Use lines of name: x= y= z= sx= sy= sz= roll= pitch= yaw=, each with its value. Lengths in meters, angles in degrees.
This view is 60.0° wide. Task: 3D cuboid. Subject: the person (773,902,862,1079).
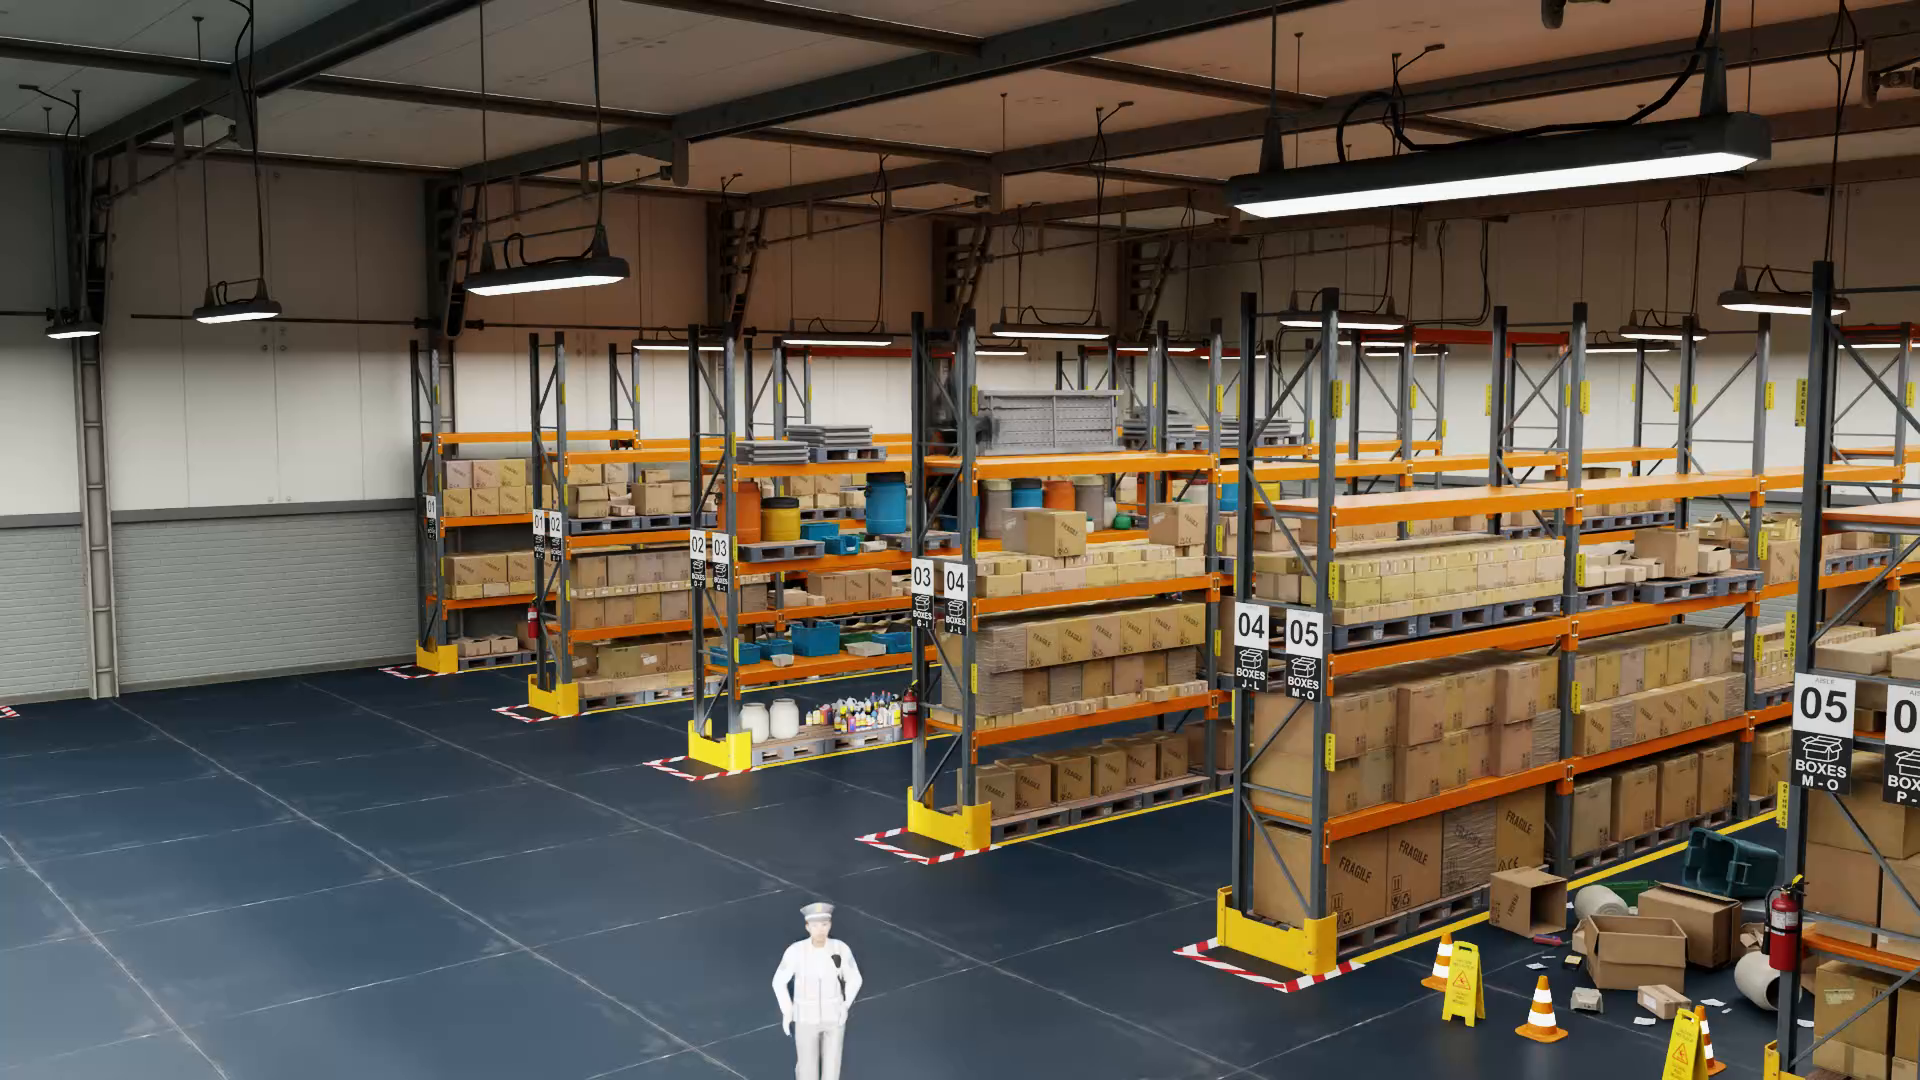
person: x=-0.974 y=3.290 z=11.469 sx=0.615 sy=1.657 sz=0.555 roll=-1 pitch=5 yaw=-12
